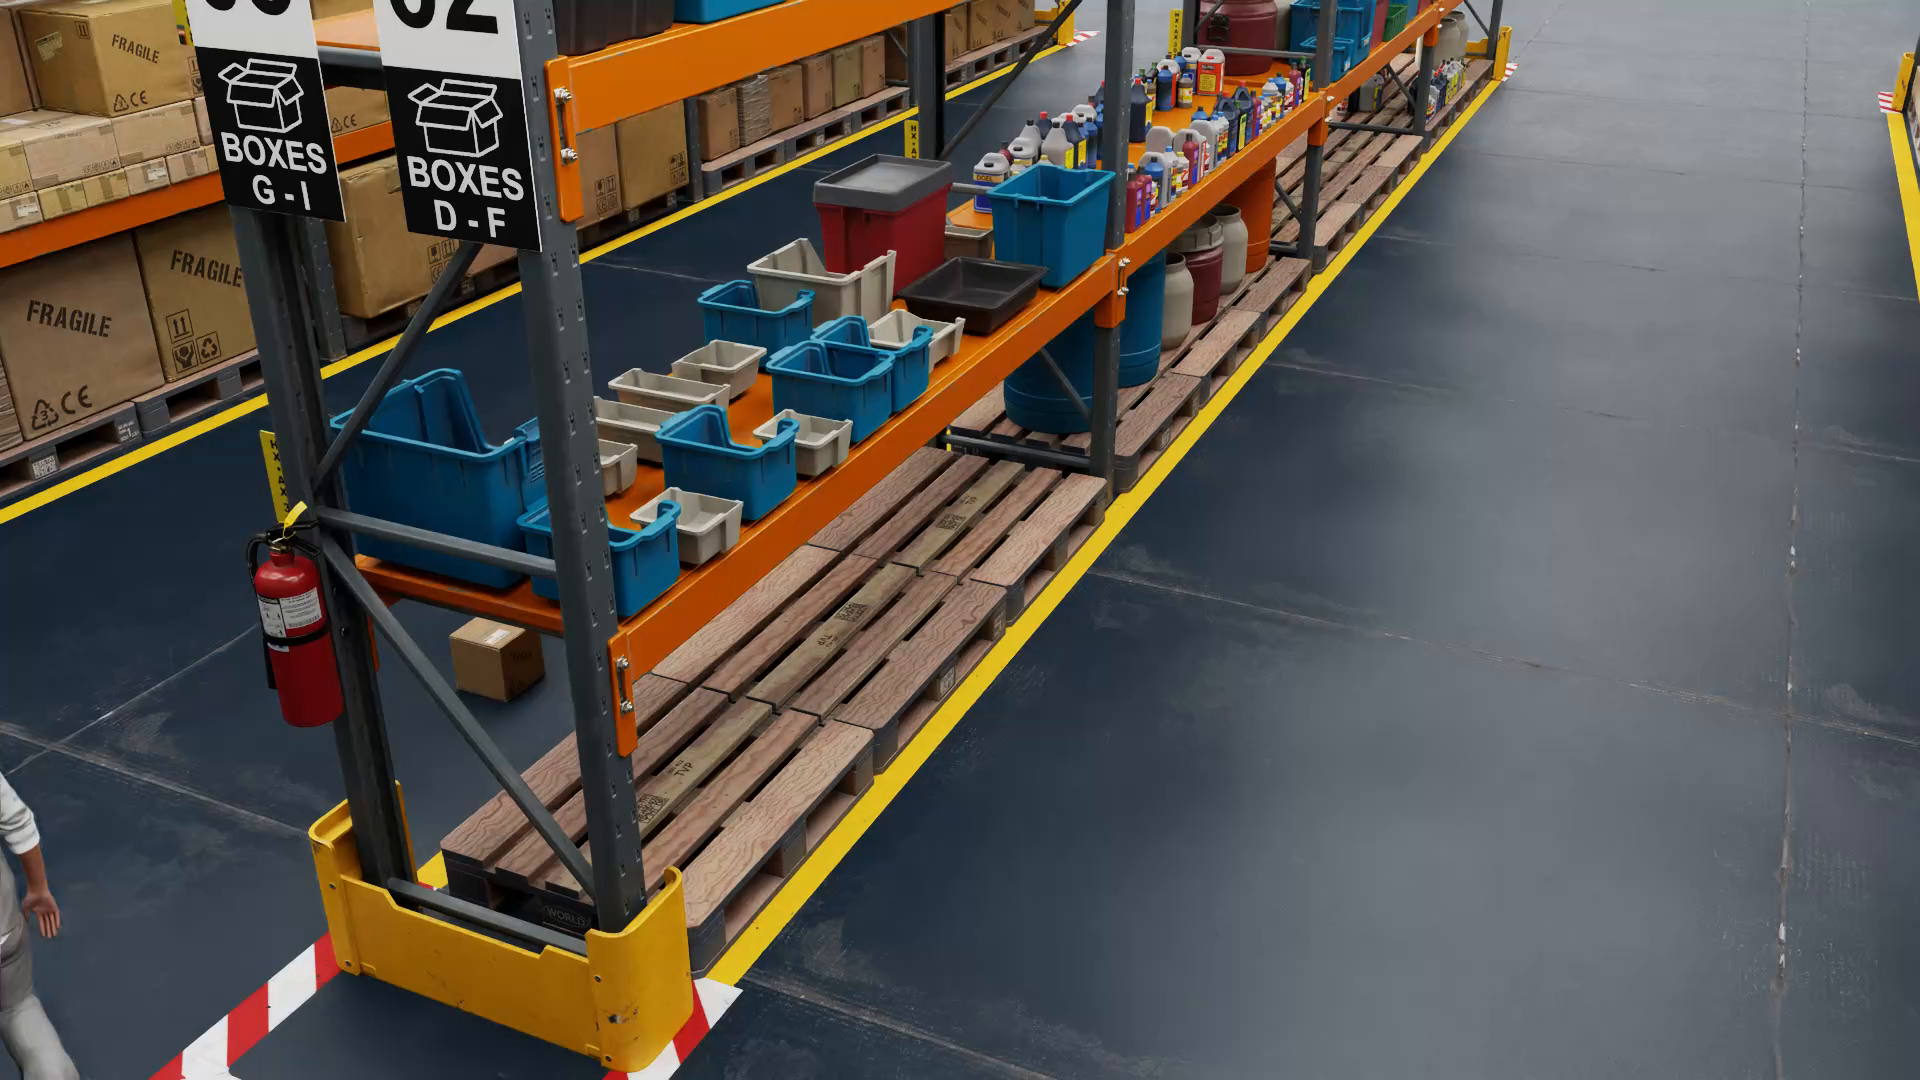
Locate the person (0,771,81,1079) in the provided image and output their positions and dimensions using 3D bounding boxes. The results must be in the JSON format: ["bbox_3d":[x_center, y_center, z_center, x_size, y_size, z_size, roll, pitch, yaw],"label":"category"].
[{"bbox_3d":[-2.475,0.993,4.106,0.630,1.570,0.499,19,32,33],"label":"person"}]
